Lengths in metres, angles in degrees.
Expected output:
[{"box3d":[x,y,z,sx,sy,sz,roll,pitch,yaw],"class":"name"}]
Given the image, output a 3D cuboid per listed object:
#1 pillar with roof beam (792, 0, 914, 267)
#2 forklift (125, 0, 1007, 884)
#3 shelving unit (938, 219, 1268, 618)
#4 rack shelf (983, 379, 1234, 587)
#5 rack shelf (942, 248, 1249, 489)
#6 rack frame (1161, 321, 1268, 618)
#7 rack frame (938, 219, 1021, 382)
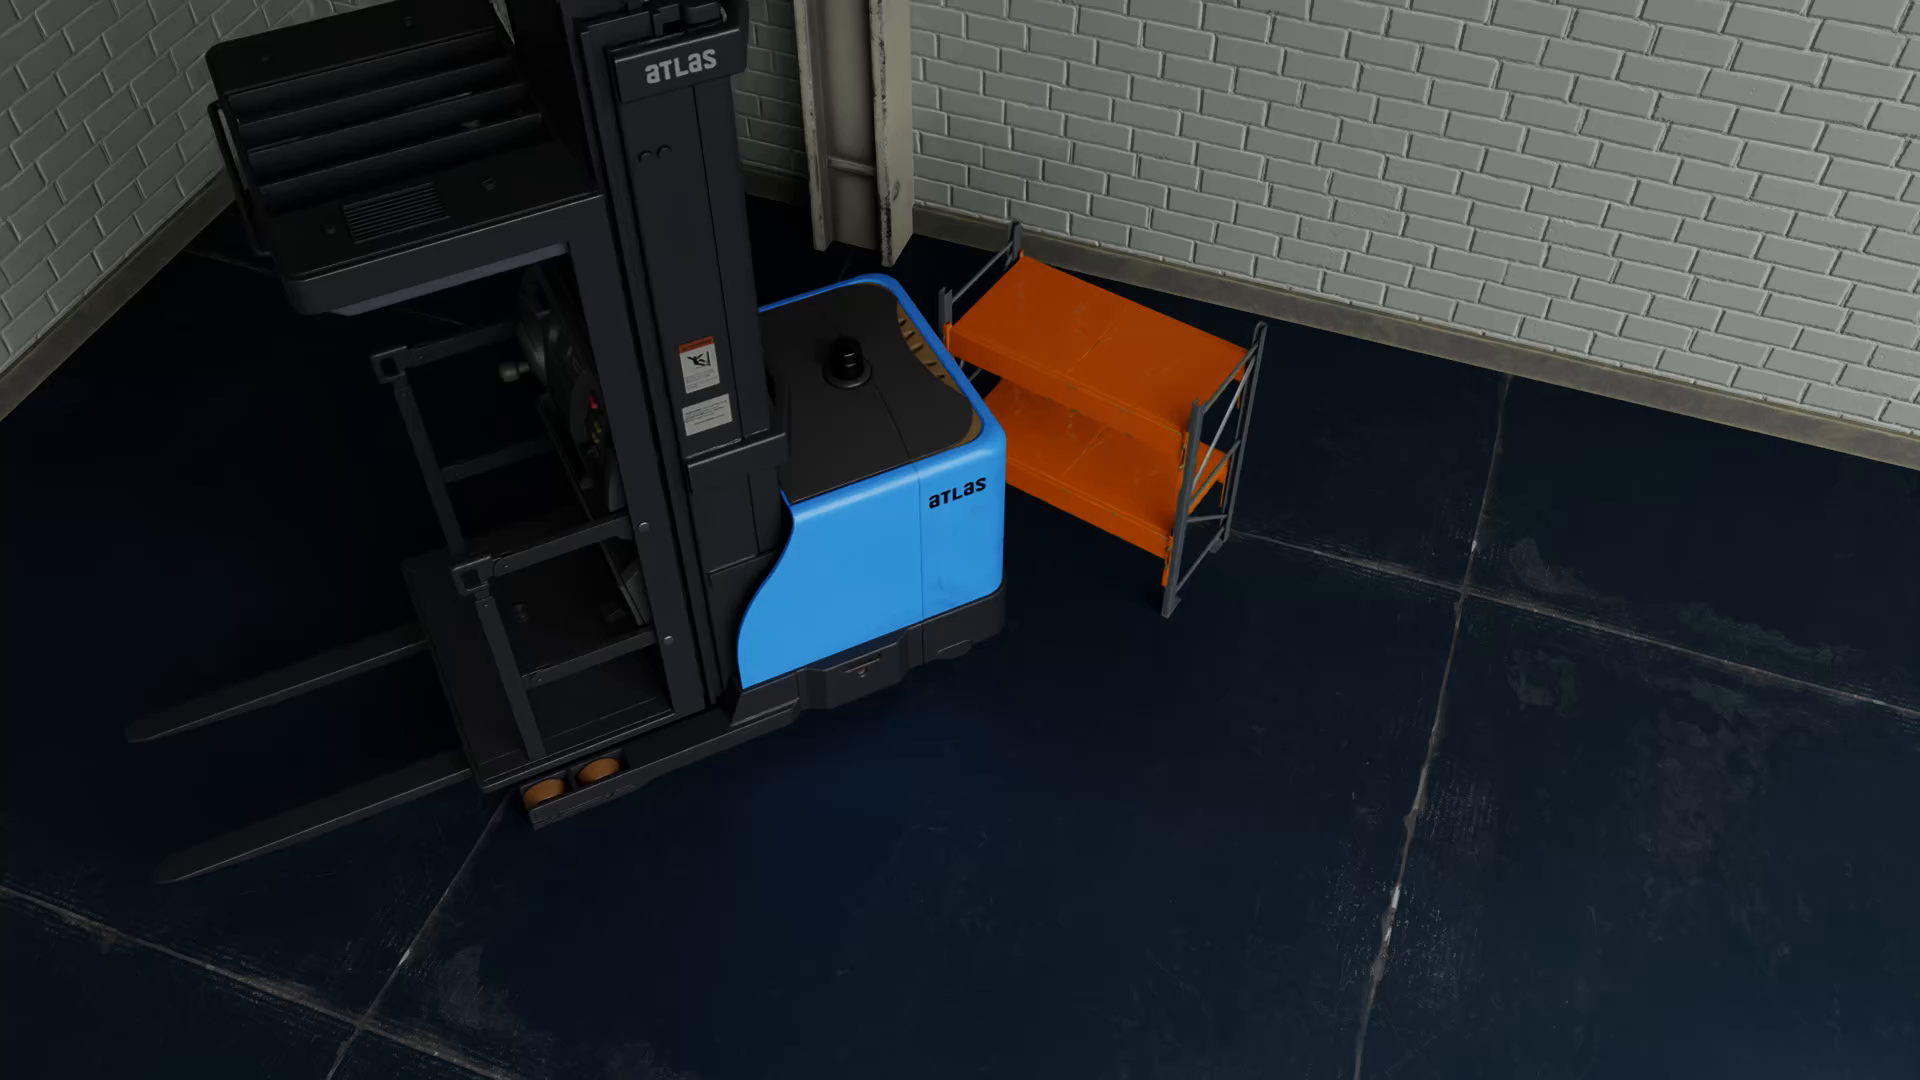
[{"box3d":[-1.943,-1.320,1.806,0.400,9.000,9.100,16,51,13],"class":"pillar with roof beam"},{"box3d":[-1.385,-0.435,5.054,3.031,2.935,1.130,-20,52,-17],"class":"forklift"},{"box3d":[0.497,-0.445,6.258,1.048,1.125,0.538,27,54,21],"class":"shelving unit"},{"box3d":[0.497,-0.285,6.443,1.000,0.278,0.538,27,54,21],"class":"rack shelf"},{"box3d":[0.497,-0.637,6.037,1.000,0.278,0.538,27,54,21],"class":"rack shelf"},{"box3d":[0.920,-0.232,6.073,0.032,1.125,0.500,27,54,21],"class":"rack frame"},{"box3d":[0.074,-0.658,6.443,0.032,1.125,0.500,27,54,21],"class":"rack frame"}]
